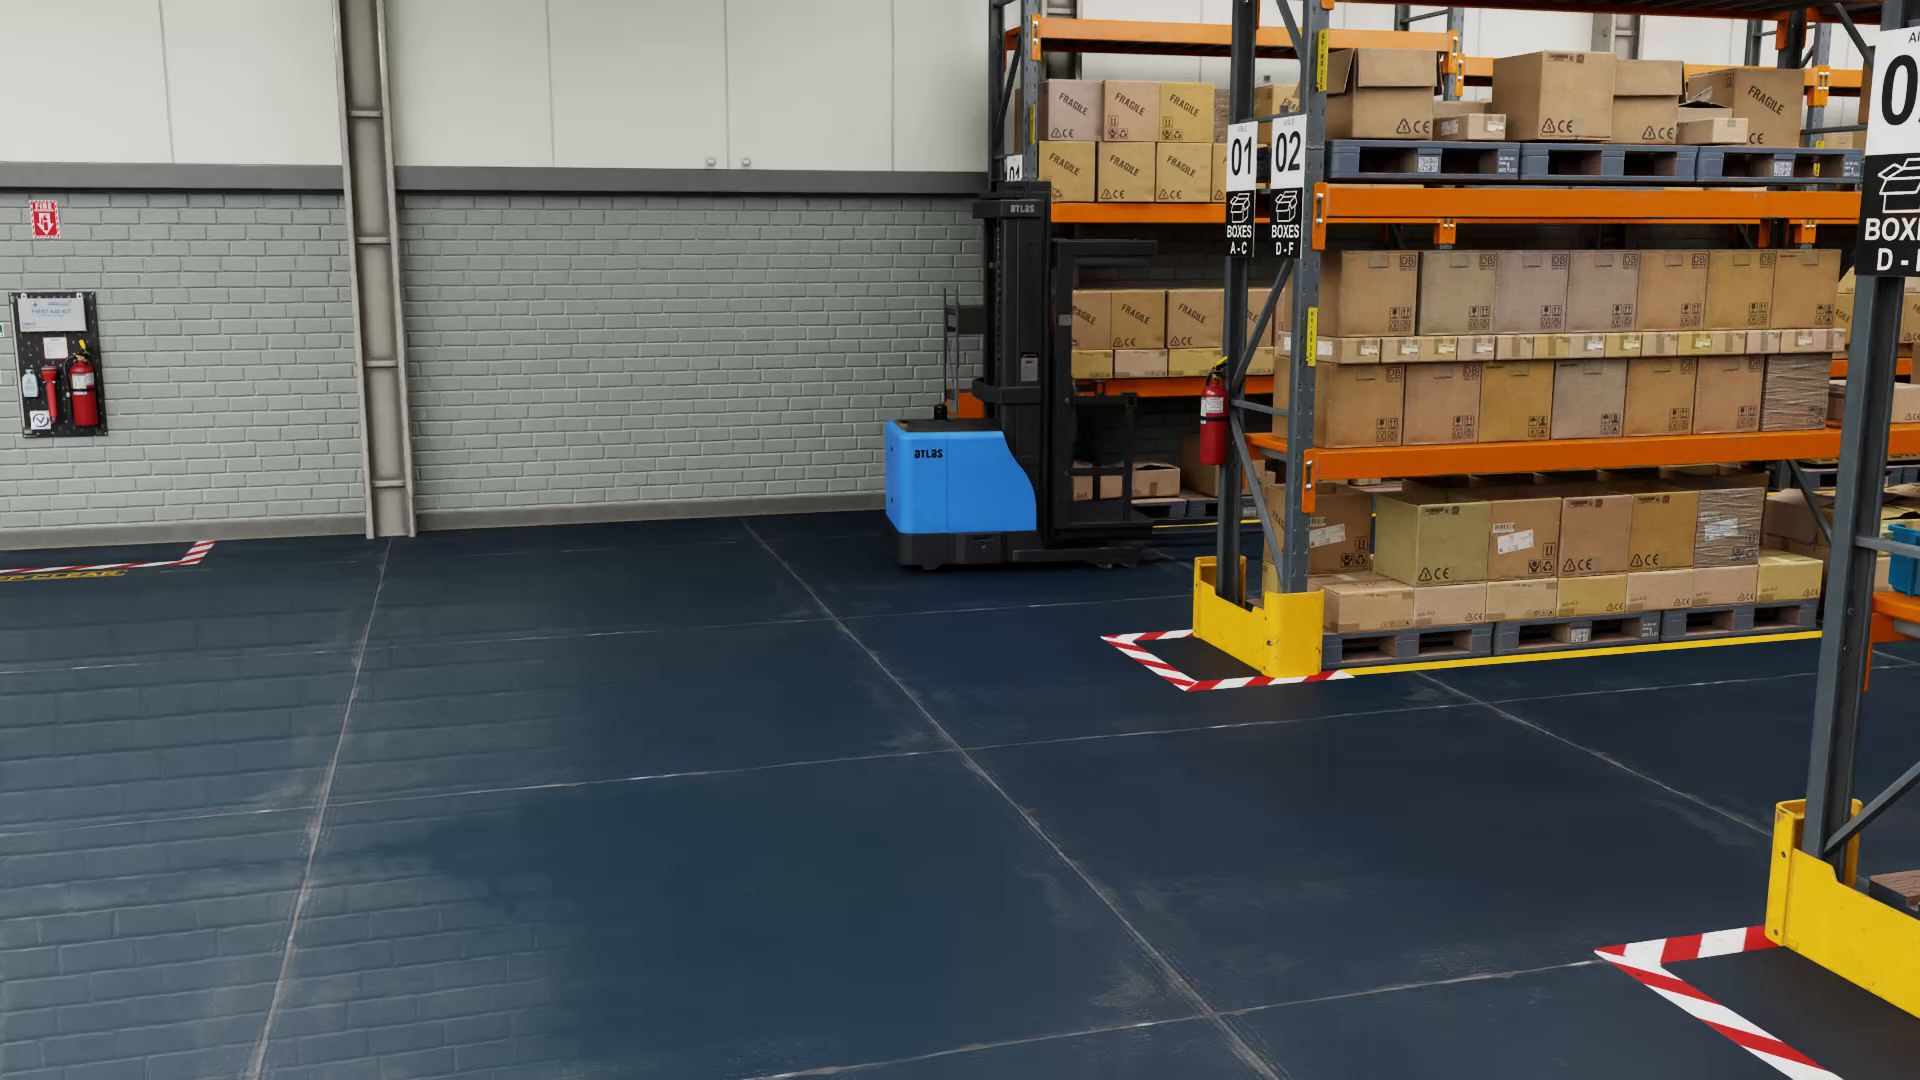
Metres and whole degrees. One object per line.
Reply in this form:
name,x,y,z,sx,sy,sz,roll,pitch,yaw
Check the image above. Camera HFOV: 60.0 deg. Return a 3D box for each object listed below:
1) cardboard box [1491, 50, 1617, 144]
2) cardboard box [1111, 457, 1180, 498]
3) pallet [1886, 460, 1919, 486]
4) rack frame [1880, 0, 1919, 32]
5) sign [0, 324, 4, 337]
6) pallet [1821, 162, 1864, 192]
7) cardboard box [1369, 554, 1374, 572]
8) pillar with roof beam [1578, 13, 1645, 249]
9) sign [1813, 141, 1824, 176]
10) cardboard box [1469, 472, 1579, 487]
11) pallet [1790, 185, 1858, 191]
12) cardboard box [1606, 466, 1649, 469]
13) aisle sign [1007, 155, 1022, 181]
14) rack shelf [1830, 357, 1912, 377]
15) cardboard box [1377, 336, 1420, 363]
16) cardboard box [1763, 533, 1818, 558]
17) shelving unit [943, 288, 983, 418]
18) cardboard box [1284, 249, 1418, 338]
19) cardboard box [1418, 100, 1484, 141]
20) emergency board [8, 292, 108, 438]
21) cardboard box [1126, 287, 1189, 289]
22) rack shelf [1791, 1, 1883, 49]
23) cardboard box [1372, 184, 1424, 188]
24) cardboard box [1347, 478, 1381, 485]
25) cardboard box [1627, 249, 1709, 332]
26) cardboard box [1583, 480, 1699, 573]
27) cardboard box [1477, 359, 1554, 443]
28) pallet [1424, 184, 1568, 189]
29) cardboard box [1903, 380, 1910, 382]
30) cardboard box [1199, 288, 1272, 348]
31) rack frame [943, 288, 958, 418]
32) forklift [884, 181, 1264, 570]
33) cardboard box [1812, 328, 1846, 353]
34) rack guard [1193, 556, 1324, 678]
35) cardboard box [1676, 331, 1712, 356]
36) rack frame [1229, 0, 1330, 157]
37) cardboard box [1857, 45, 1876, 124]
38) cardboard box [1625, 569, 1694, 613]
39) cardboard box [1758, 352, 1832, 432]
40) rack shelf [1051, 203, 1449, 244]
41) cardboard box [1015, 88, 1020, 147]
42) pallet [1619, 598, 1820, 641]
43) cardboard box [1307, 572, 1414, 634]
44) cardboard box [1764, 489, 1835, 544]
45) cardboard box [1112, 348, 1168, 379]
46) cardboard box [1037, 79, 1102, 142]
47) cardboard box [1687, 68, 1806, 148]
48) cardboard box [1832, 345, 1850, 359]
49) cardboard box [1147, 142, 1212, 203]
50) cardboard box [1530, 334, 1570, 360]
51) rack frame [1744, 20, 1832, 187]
cardboard box,3.507,-2.615,9.859,0.500,0.500,0.500,-3,11,-16
cardboard box,1.684,-0.582,15.135,0.500,0.311,0.500,-2,11,-11
pallet,10.076,-0.761,17.598,1.213,0.211,1.003,-3,11,-16
rack frame,3.216,-2.868,4.771,0.127,3.000,1.000,-3,11,-16
sign,-7.819,-1.670,13.273,0.331,0.109,0.001,-3,11,-16
pallet,6.519,-2.409,11.092,1.217,0.209,0.805,-3,11,-18
cardboard box,2.745,0.261,10.779,0.500,0.250,0.500,-3,11,-16
pillar with roof beam,7.842,-4.331,12.719,0.400,9.000,9.100,-3,11,-16
sign,8.278,-3.680,16.037,0.005,0.325,0.100,-3,11,-16
cardboard box,3.704,-0.159,10.989,0.500,0.500,0.500,-3,11,-16
pallet,8.732,-3.469,16.841,1.003,0.211,1.213,-2,11,-13
cardboard box,6.456,-0.950,16.612,0.500,0.500,0.700,-3,11,-16
aisle sign,0.462,-2.863,14.131,0.004,0.787,0.394,-3,11,-16
rack shelf,10.049,-1.792,17.483,4.000,0.370,1.077,-3,11,-16
cardboard box,2.525,-1.143,9.904,0.250,0.149,0.380,-3,11,-17
cardboard box,5.993,0.093,11.691,0.500,0.250,0.500,-3,11,-16
shelving unit,0.159,-1.041,13.902,0.503,2.100,0.431,-3,11,-16
cardboard box,2.338,-1.490,9.997,0.500,0.500,0.700,-3,11,-16
cardboard box,2.868,-2.560,10.249,0.500,0.250,0.500,-3,11,-16
emergency board,-7.266,-1.404,13.386,0.643,1.169,0.194,-3,11,-16
cardboard box,1.822,-2.056,15.218,0.500,0.500,0.500,-3,11,-18
rack shelf,7.596,-3.482,11.200,4.000,0.370,1.077,-3,11,-16
cardboard box,3.870,-3.308,15.113,0.500,0.500,0.500,-3,11,-14
cardboard box,3.783,-0.633,15.810,0.250,0.166,0.380,-5,11,-23
cardboard box,4.286,-1.594,10.560,0.500,0.500,0.700,-3,11,-16
cardboard box,4.330,-0.094,10.634,0.500,0.500,0.500,-3,11,-16
cardboard box,3.269,-0.901,10.380,0.500,0.500,0.700,-3,11,-16
pallet,4.911,-3.238,15.583,1.003,0.211,1.213,-3,11,-16
cardboard box,10.529,-1.295,17.576,0.750,0.750,0.750,-3,11,-14
cardboard box,2.457,-1.993,14.876,0.500,0.500,0.500,-3,11,-14
rack frame,-0.075,-1.029,13.834,0.015,2.100,0.400,-3,11,-16
forklift,0.950,-1.314,13.089,3.031,2.935,1.130,-2,11,-9
cardboard box,5.475,-1.298,10.747,0.250,0.149,0.380,-3,11,-16
rack guard,1.813,0.452,10.212,0.348,0.500,1.175,-3,11,-16
cardboard box,4.497,-1.247,10.469,0.250,0.149,0.380,-3,11,-16
rack frame,1.836,-3.729,9.449,0.127,3.000,1.000,-3,11,-16
cardboard box,6.279,-2.982,10.860,0.500,0.500,0.500,-3,11,-15
cardboard box,4.333,0.277,10.690,0.500,0.250,0.500,-3,11,-16
cardboard box,5.252,-1.007,10.955,0.500,0.500,0.700,-3,11,-17
rack shelf,2.368,-2.862,15.012,4.000,0.370,1.077,-3,11,-16
cardboard box,0.788,-3.733,14.661,0.500,0.500,0.500,-3,11,-13
pallet,4.901,0.423,11.165,1.213,0.211,1.003,-3,11,-16
cardboard box,2.413,0.378,10.141,0.500,0.250,0.500,-3,11,-16
cardboard box,5.985,-0.182,11.634,0.500,0.311,0.500,-3,11,-16
cardboard box,1.499,-1.574,14.671,0.500,0.250,0.500,-3,11,-18
cardboard box,0.885,-3.643,14.173,0.500,0.500,0.500,-4,11,-20
cardboard box,5.119,-2.801,10.871,0.500,0.500,0.500,-2,11,-11
cardboard box,8.754,-1.919,16.822,0.250,0.149,0.380,-3,11,-15
cardboard box,1.861,-3.195,14.503,0.500,0.500,0.500,-2,11,-13
cardboard box,3.509,-1.195,10.185,0.250,0.149,0.380,-3,11,-17
rack frame,8.129,-4.995,16.325,0.127,3.000,1.000,-3,11,-16
